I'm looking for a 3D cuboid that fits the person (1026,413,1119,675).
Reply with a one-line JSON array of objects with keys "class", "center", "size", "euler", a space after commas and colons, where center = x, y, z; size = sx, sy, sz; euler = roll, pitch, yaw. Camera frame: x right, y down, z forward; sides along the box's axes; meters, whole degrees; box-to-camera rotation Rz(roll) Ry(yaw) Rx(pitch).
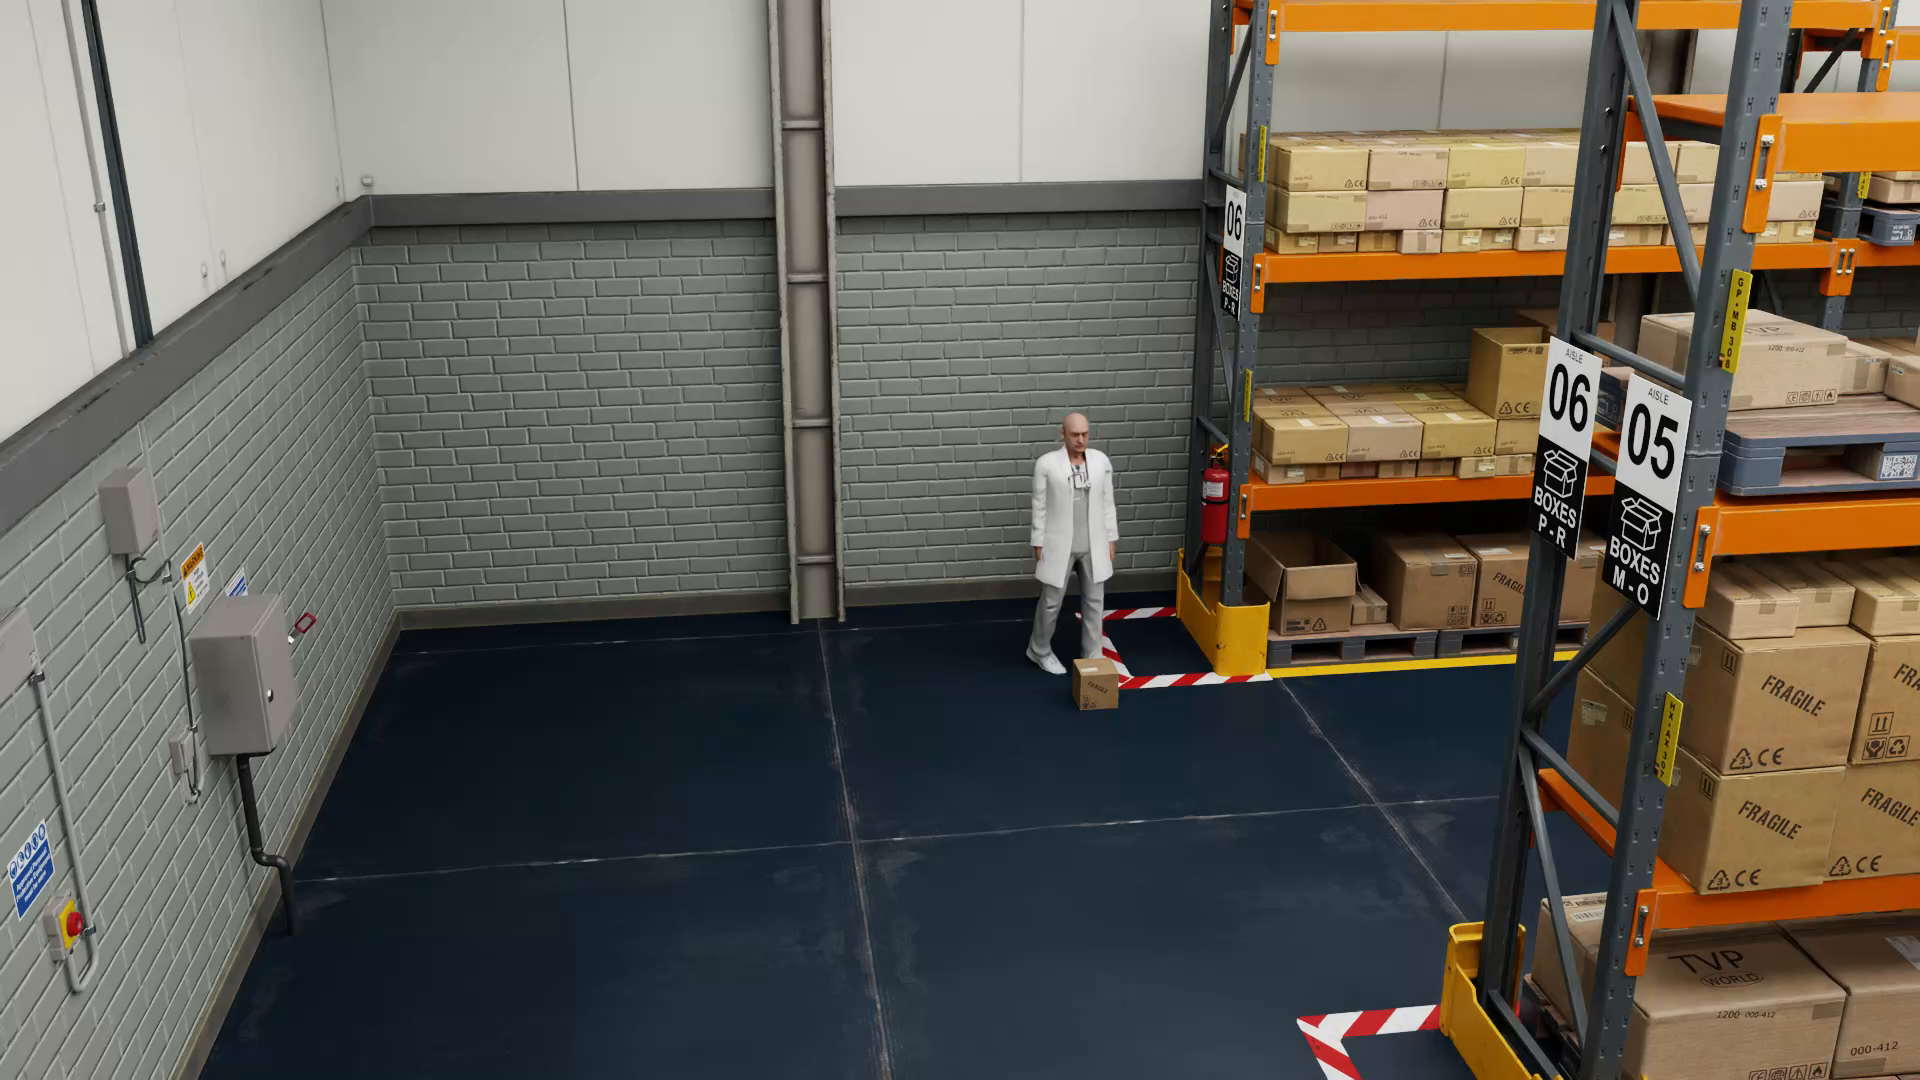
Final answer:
[{"class": "person", "center": [0.771, 0.060, 10.962], "size": [0.601, 1.810, 0.569], "euler": [-4, 20, -12]}]
